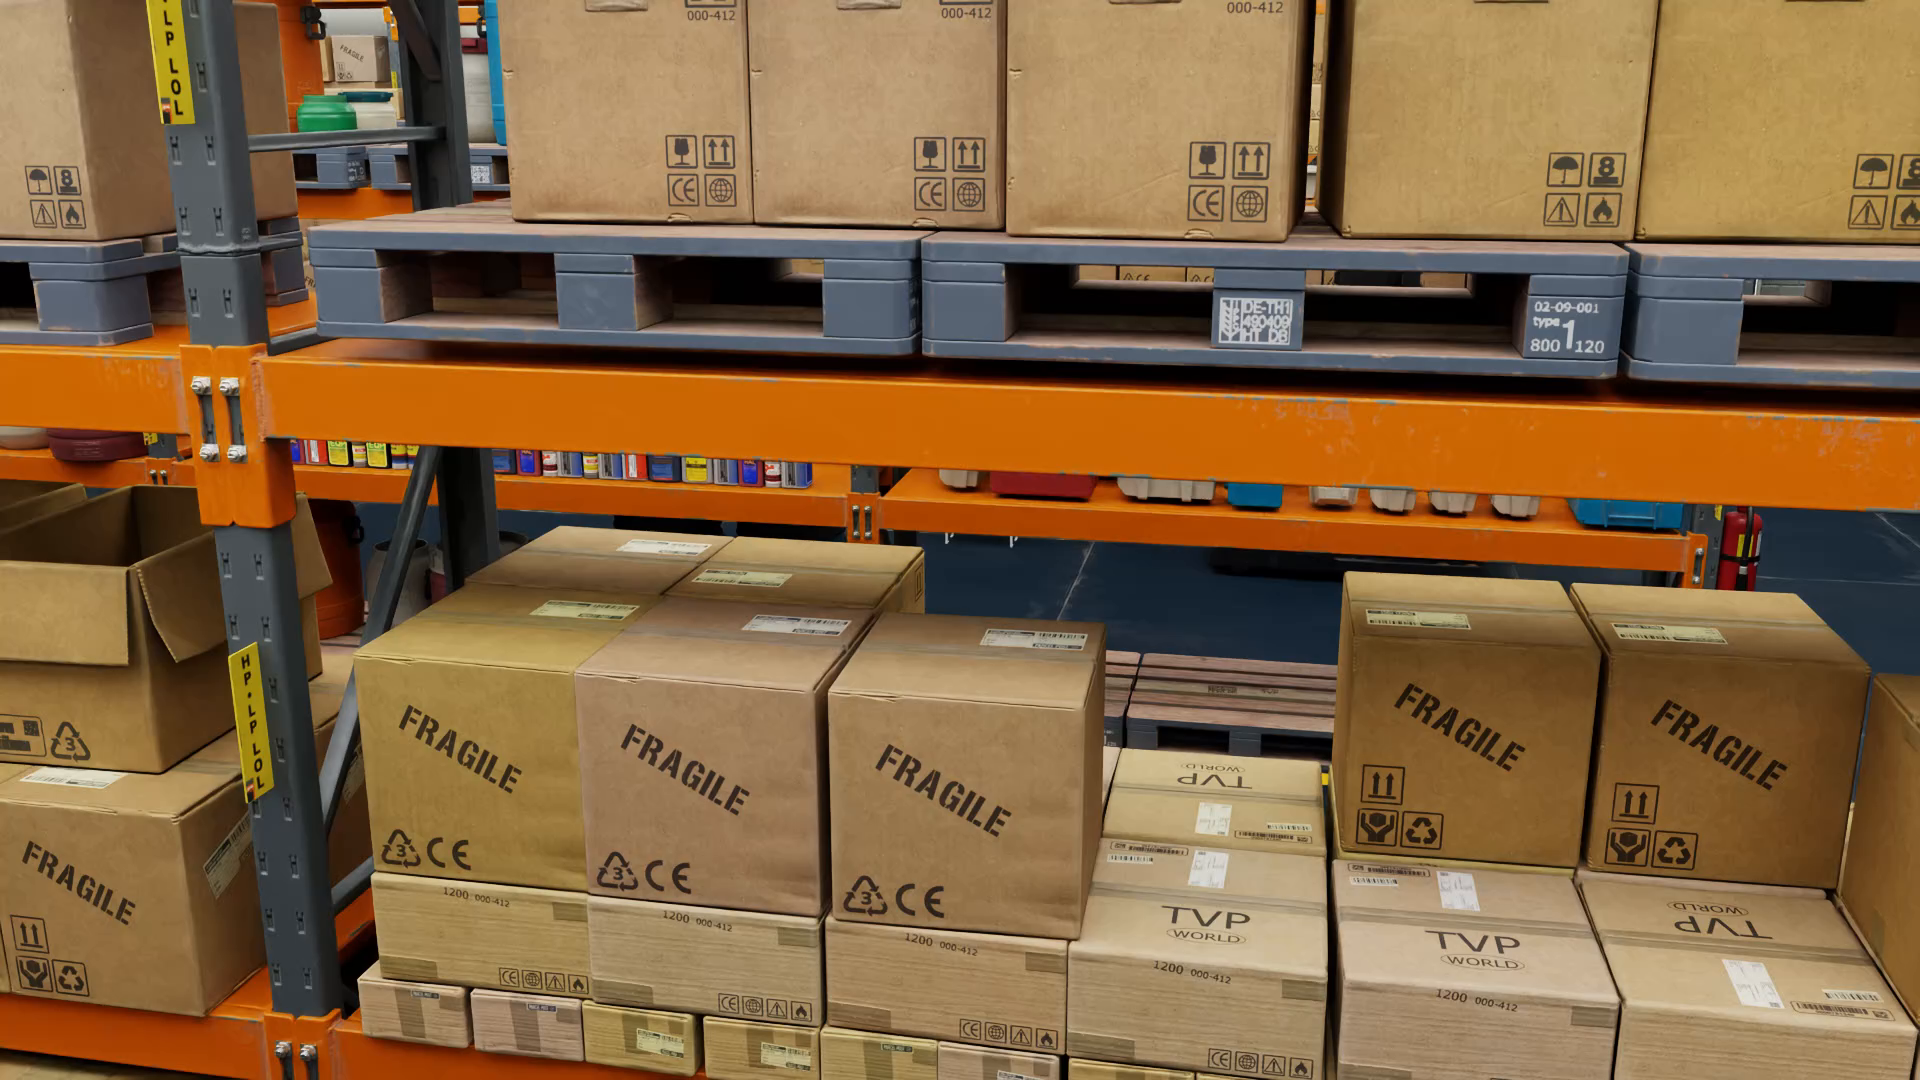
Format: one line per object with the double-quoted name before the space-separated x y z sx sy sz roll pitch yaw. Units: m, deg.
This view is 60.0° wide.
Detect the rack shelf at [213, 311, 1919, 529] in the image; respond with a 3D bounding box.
"rack shelf" 0.580 -0.233 3.444 4.000 0.370 1.077 3 16 11

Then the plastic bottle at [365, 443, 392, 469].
"plastic bottle" -3.151 -0.530 9.004 0.133 0.283 0.061 3 16 11

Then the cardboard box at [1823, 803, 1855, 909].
"cardboard box" 2.124 0.805 3.692 0.500 0.250 0.500 3 16 10

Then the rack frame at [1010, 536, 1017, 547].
"rack frame" 0.401 -0.556 12.253 0.015 1.200 0.240 3 16 11

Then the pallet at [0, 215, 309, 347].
"pallet" -2.288 -0.630 3.887 1.217 0.209 0.805 2 16 9

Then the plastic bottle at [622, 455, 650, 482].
"plastic bottle" -1.695 -0.460 8.764 0.135 0.276 0.152 3 16 11

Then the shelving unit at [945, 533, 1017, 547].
"shelving unit" 0.162 -0.569 12.300 0.503 1.200 0.258 3 16 11

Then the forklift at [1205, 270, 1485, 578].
"forklift" 3.290 -1.237 11.467 3.031 2.935 1.130 3 16 10

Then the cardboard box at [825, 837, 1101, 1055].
"cardboard box" 0.024 0.835 3.581 0.500 0.250 0.500 4 16 12

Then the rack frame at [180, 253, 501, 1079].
"rack frame" -1.379 0.759 4.133 0.127 3.000 1.000 3 16 11

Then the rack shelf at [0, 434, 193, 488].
"rack shelf" -6.272 -0.509 10.059 4.000 0.370 1.077 3 16 11

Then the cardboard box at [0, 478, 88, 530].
"cardboard box" -2.677 0.156 4.243 0.637 0.503 0.797 3 16 12

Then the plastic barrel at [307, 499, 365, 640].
"plastic barrel" -3.829 0.116 9.734 0.708 0.830 0.600 3 16 11

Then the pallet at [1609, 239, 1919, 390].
"pallet" 1.811 -0.468 3.109 1.213 0.211 1.003 3 16 11

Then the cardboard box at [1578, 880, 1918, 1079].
"cardboard box" 1.516 0.917 3.285 0.500 0.250 0.500 3 16 10

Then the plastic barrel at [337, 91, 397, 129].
"plastic barrel" -3.232 -2.312 9.073 0.301 0.262 0.301 0 15 0

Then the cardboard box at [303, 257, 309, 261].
"cardboard box" -5.976 -2.233 14.746 0.500 0.500 0.500 4 16 15

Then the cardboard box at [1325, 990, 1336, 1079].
"cardboard box" 0.870 1.092 3.400 0.250 0.149 0.380 3 16 11

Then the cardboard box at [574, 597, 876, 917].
"cardboard box" -0.480 0.447 3.578 0.500 0.500 0.500 3 16 11

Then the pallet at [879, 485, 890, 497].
"pallet" -0.206 -0.522 13.980 1.213 0.211 1.003 3 16 11

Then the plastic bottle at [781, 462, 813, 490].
"plastic bottle" -0.843 -0.413 8.597 0.135 0.276 0.152 3 16 11

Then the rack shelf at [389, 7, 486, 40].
"rack shelf" -4.298 -5.799 18.667 4.000 0.370 1.077 3 16 11

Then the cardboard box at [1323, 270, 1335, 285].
"cardboard box" 3.023 -2.154 12.590 0.500 0.500 0.500 4 16 13

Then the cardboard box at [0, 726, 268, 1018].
"cardboard box" -1.892 0.757 3.951 0.500 0.500 0.500 3 16 11

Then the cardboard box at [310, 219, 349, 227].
"cardboard box" -7.273 -3.822 19.509 0.500 0.500 0.500 3 16 11

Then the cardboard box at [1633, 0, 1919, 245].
"cardboard box" 1.493 -0.848 3.153 0.500 0.500 0.700 3 16 9

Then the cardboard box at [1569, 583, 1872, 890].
"cardboard box" 1.634 0.417 3.688 0.500 0.500 0.500 3 16 10

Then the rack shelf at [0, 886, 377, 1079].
"rack shelf" -3.339 0.999 4.613 4.000 0.370 1.077 3 16 11

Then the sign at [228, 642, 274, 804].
"sign" -1.478 0.382 3.475 0.005 0.325 0.100 3 16 11

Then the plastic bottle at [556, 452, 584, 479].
"plastic bottle" -2.054 -0.479 8.835 0.135 0.276 0.152 3 16 11

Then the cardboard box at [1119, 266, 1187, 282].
"cardboard box" 1.510 -2.236 12.886 0.500 0.500 0.500 3 16 9

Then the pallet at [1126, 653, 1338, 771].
"pallet" 1.535 0.900 8.846 1.213 0.211 1.003 3 16 11

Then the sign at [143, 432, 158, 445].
"sign" -4.415 -0.684 9.036 0.005 0.325 0.100 3 16 11

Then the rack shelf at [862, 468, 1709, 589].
"rack shelf" 1.567 -0.084 8.522 4.000 0.370 1.077 3 16 11

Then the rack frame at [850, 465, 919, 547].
"rack frame" -0.392 -0.537 8.810 0.127 3.000 1.000 3 16 11

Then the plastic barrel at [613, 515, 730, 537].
"plastic barrel" -1.616 0.201 9.291 0.708 0.901 0.600 3 16 11

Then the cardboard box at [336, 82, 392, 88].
"cardboard box" -6.804 -5.020 19.150 0.500 0.500 0.500 4 16 13

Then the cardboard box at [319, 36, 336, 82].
"cardboard box" -7.345 -5.521 19.089 0.500 0.500 0.500 4 16 14

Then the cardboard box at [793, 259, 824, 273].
"cardboard box" -1.145 -2.161 13.699 0.500 0.500 0.700 -1 16 -3

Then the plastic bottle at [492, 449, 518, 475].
"plastic bottle" -2.438 -0.535 8.896 0.185 0.351 0.144 3 16 11

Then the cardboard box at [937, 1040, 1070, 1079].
"cardboard box" 0.114 1.052 3.547 0.250 0.149 0.380 3 16 12

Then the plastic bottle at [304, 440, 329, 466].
"plastic bottle" -3.499 -0.557 9.118 0.135 0.276 0.152 3 16 11

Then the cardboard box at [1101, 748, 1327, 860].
"cardboard box" 0.609 0.725 3.981 0.500 0.250 0.500 3 16 10

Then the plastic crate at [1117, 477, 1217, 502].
"plastic crate" 1.067 -0.379 8.351 0.530 0.282 0.437 3 16 11

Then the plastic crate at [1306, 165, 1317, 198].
"plastic crate" 1.453 -1.687 7.839 0.530 0.136 0.437 3 16 11

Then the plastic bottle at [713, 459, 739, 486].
"plastic bottle" -1.201 -0.433 8.667 0.135 0.276 0.152 3 16 11

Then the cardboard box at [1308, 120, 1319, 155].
"cardboard box" 2.495 -3.035 12.490 0.500 0.250 0.500 3 16 11

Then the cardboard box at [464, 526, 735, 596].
"cardboard box" -0.876 0.281 4.177 0.500 0.500 0.500 4 16 13

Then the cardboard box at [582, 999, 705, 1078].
"cardboard box" -0.640 1.011 3.695 0.250 0.149 0.380 4 16 13

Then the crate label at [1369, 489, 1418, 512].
"crate label" 2.133 -0.249 8.155 0.243 0.136 0.396 3 16 11

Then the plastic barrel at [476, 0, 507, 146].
"plastic barrel" -2.095 -2.477 8.470 0.708 0.901 0.600 3 16 11

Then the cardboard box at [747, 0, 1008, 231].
"cardboard box" -0.074 -0.930 3.449 0.500 0.500 0.700 4 16 14

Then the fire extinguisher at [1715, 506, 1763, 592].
"fire extinguisher" 3.585 0.020 7.644 0.183 0.674 0.296 3 16 11
